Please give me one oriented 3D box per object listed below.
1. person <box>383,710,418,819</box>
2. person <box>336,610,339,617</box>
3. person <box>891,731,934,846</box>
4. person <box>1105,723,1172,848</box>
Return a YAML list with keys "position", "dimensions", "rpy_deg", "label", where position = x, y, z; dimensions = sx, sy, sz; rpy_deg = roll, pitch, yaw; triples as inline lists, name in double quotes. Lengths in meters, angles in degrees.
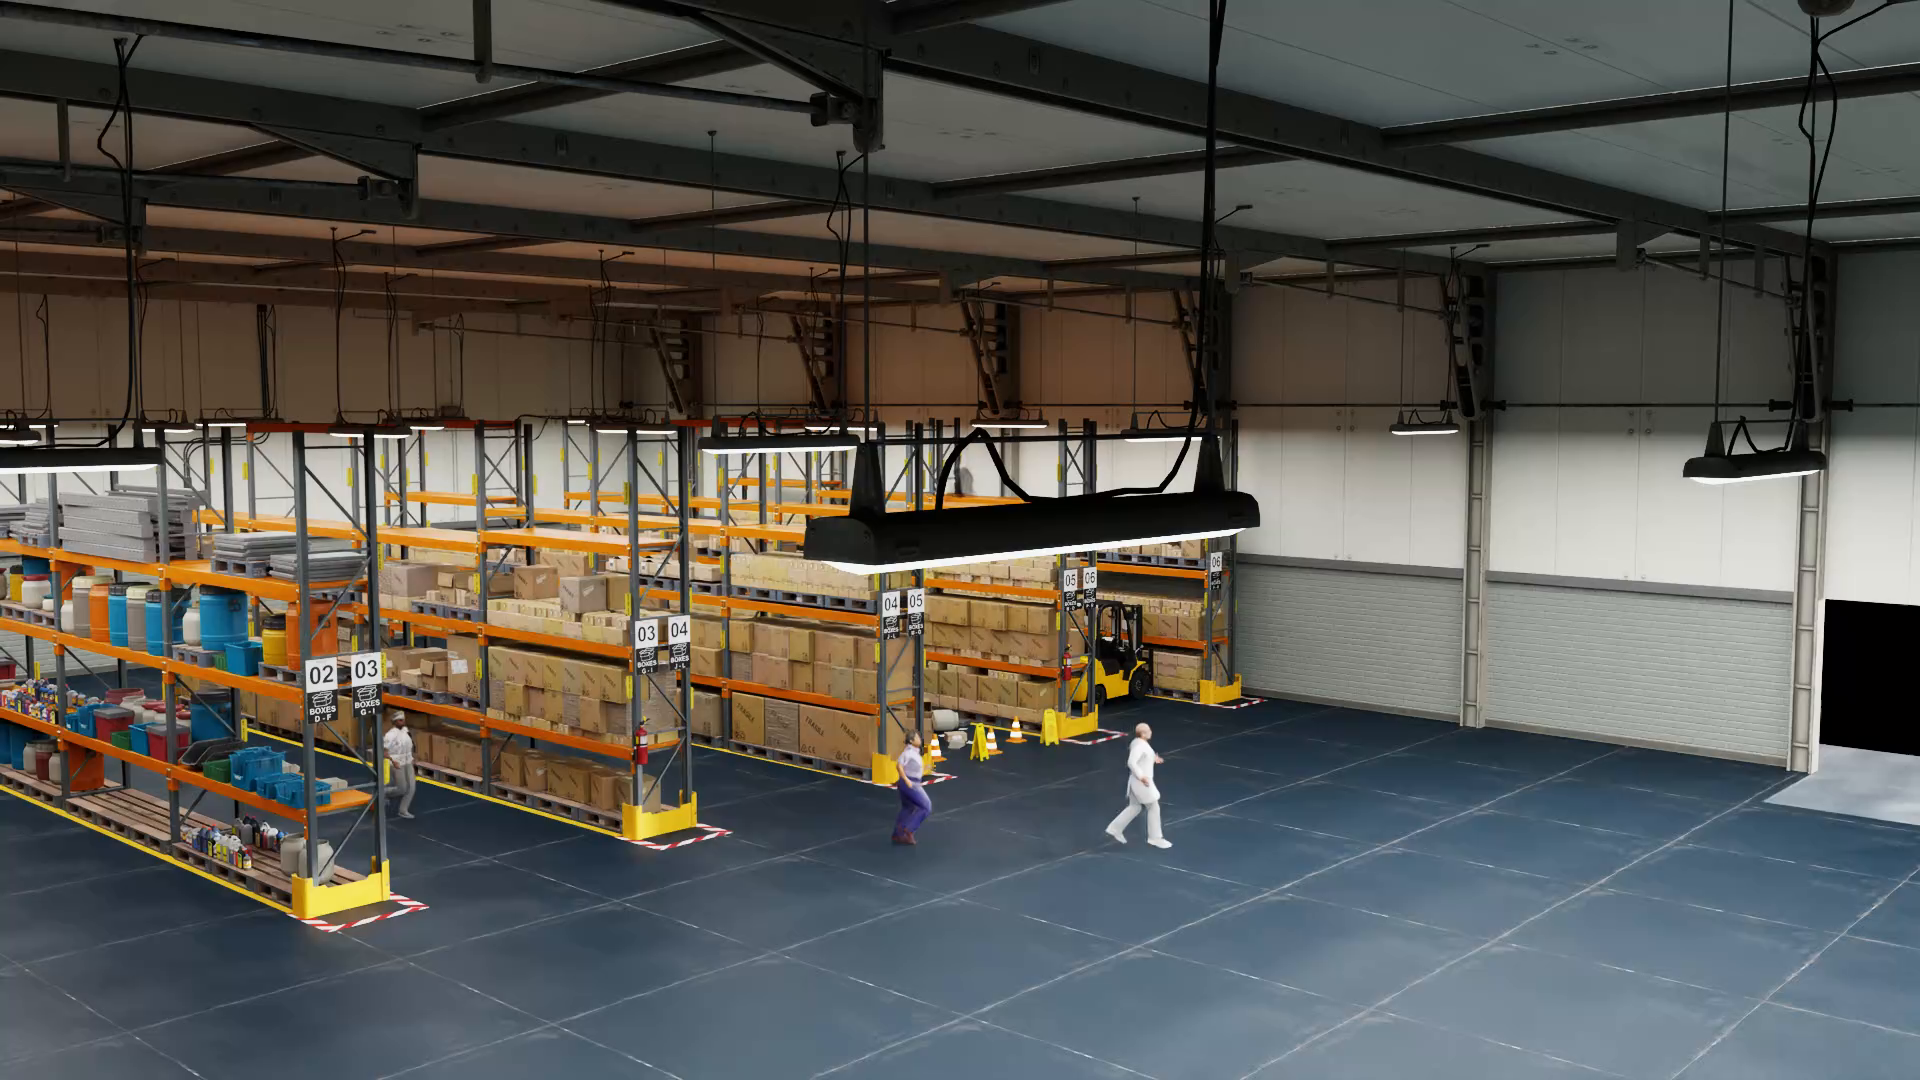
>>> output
- position: [-8.617, 3.428, 25.508]
  dimensions: [0.589, 1.662, 0.575]
  rpy_deg: [2, 5, 27]
  label: "person"
- position: [-14.250, 2.408, 37.800]
  dimensions: [0.691, 1.699, 0.942]
  rpy_deg: [0, 5, 3]
  label: "person"
- position: [-0.673, 3.566, 23.990]
  dimensions: [0.636, 1.644, 0.580]
  rpy_deg: [-1, 5, -9]
  label: "person"
- position: [2.569, 3.500, 23.732]
  dimensions: [0.938, 1.805, 0.686]
  rpy_deg: [-1, 5, -13]
  label: "person"
